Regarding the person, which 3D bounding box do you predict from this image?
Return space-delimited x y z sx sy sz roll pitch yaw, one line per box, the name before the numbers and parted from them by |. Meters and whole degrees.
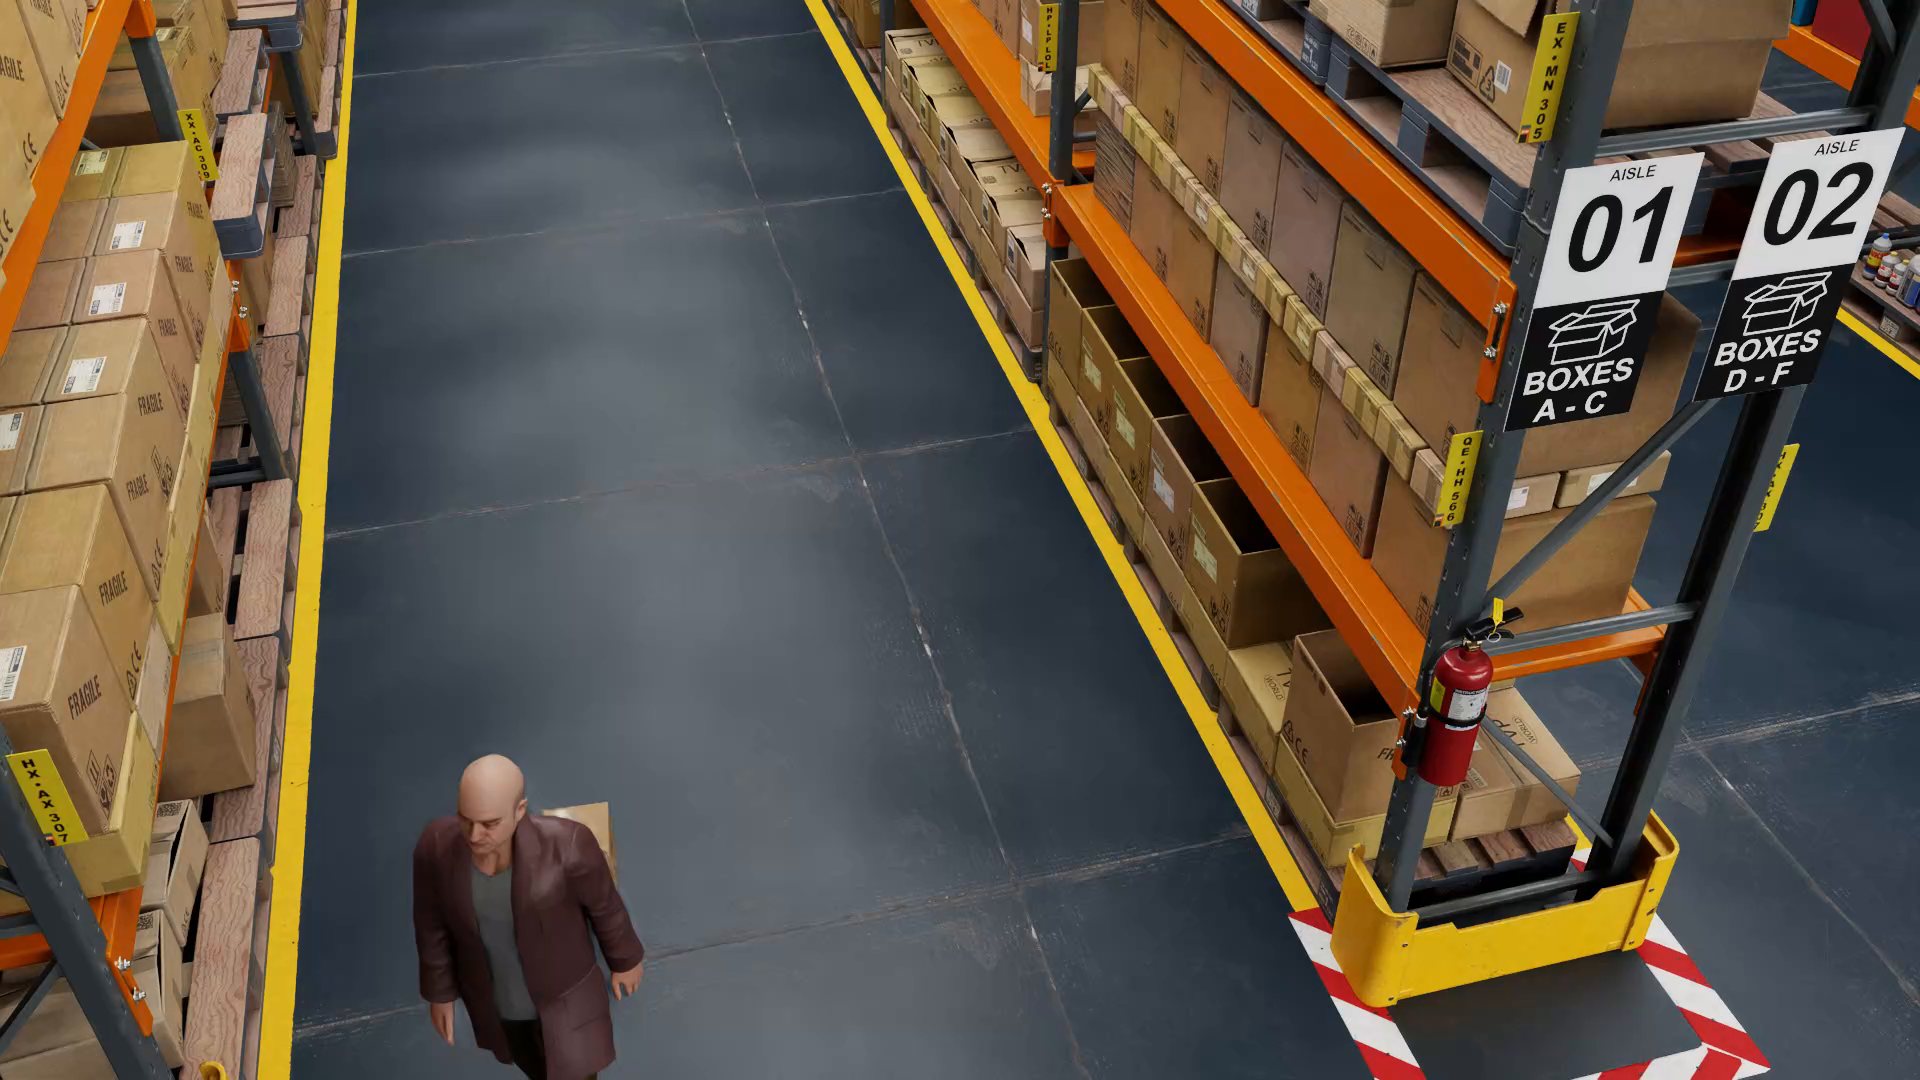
person | -1.278 1.343 5.004 0.631 1.842 0.580 3 38 4
